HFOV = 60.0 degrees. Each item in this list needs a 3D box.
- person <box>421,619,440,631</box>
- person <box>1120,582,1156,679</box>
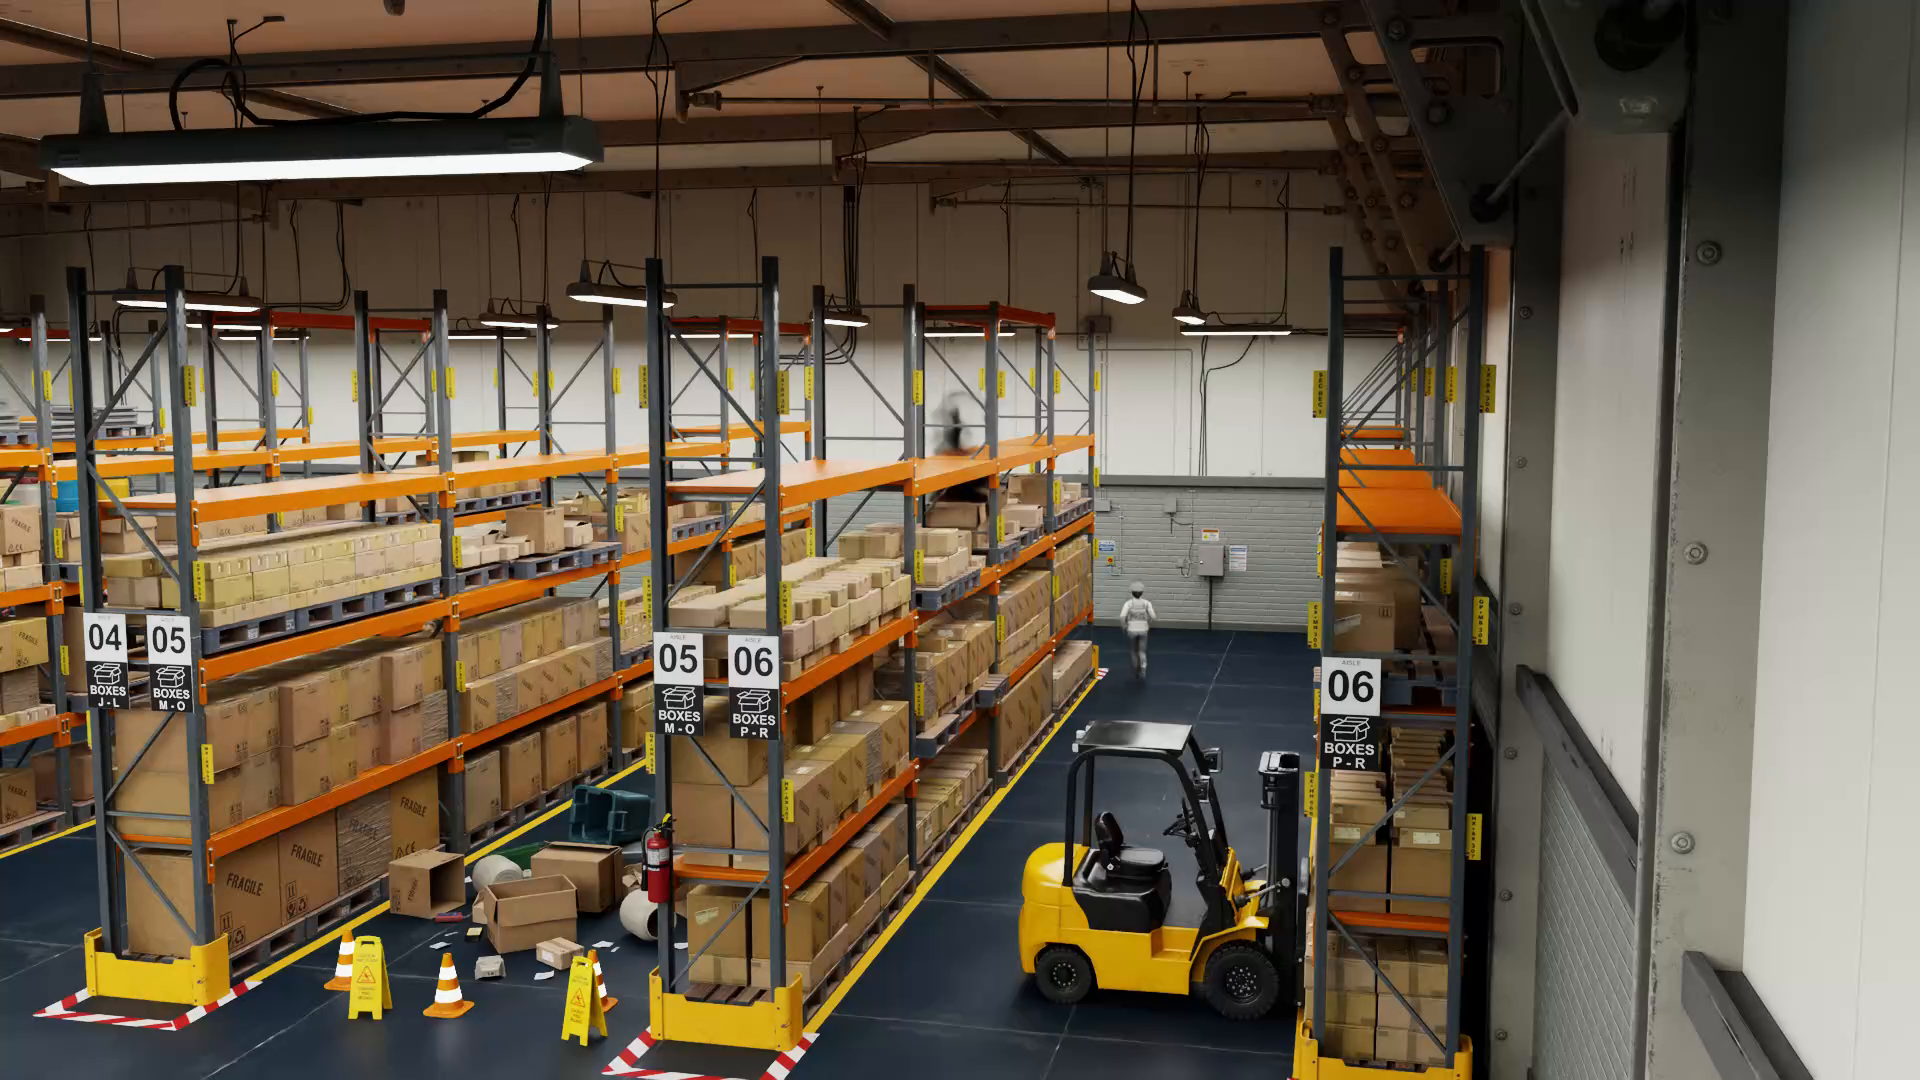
[{"bbox_3d":[-7.650,1.917,24.139,0.612,1.662,0.594,1,6,13],"label":"person"},{"bbox_3d":[2.941,1.541,27.630,0.619,1.680,0.868,0,6,-1],"label":"person"}]
